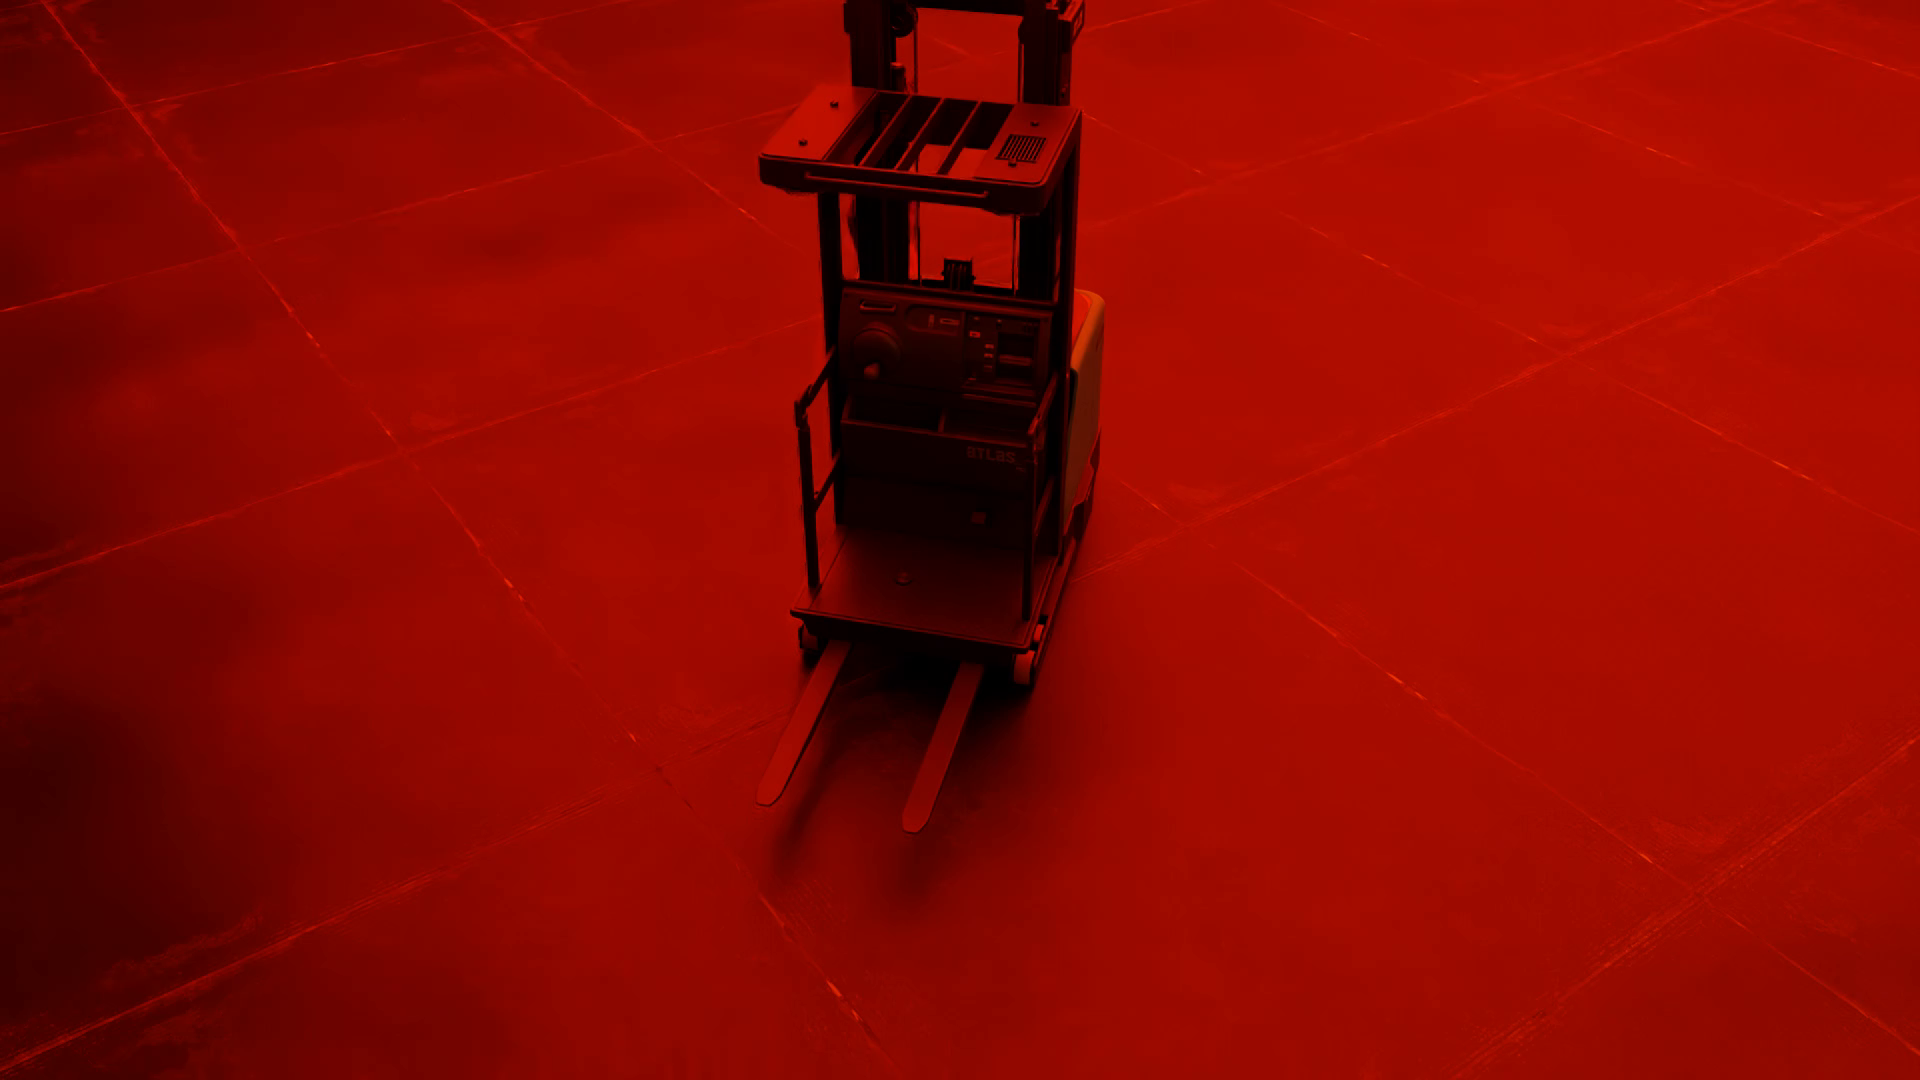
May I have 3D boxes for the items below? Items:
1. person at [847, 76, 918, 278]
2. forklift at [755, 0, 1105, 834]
[{"bbox_3d":[-0.445,-2.116,9.964,0.471,1.605,0.903,-22,42,-27],"label":"person"},{"bbox_3d":[-0.120,-0.774,6.992,1.130,2.935,3.031,9,37,11],"label":"forklift"}]
